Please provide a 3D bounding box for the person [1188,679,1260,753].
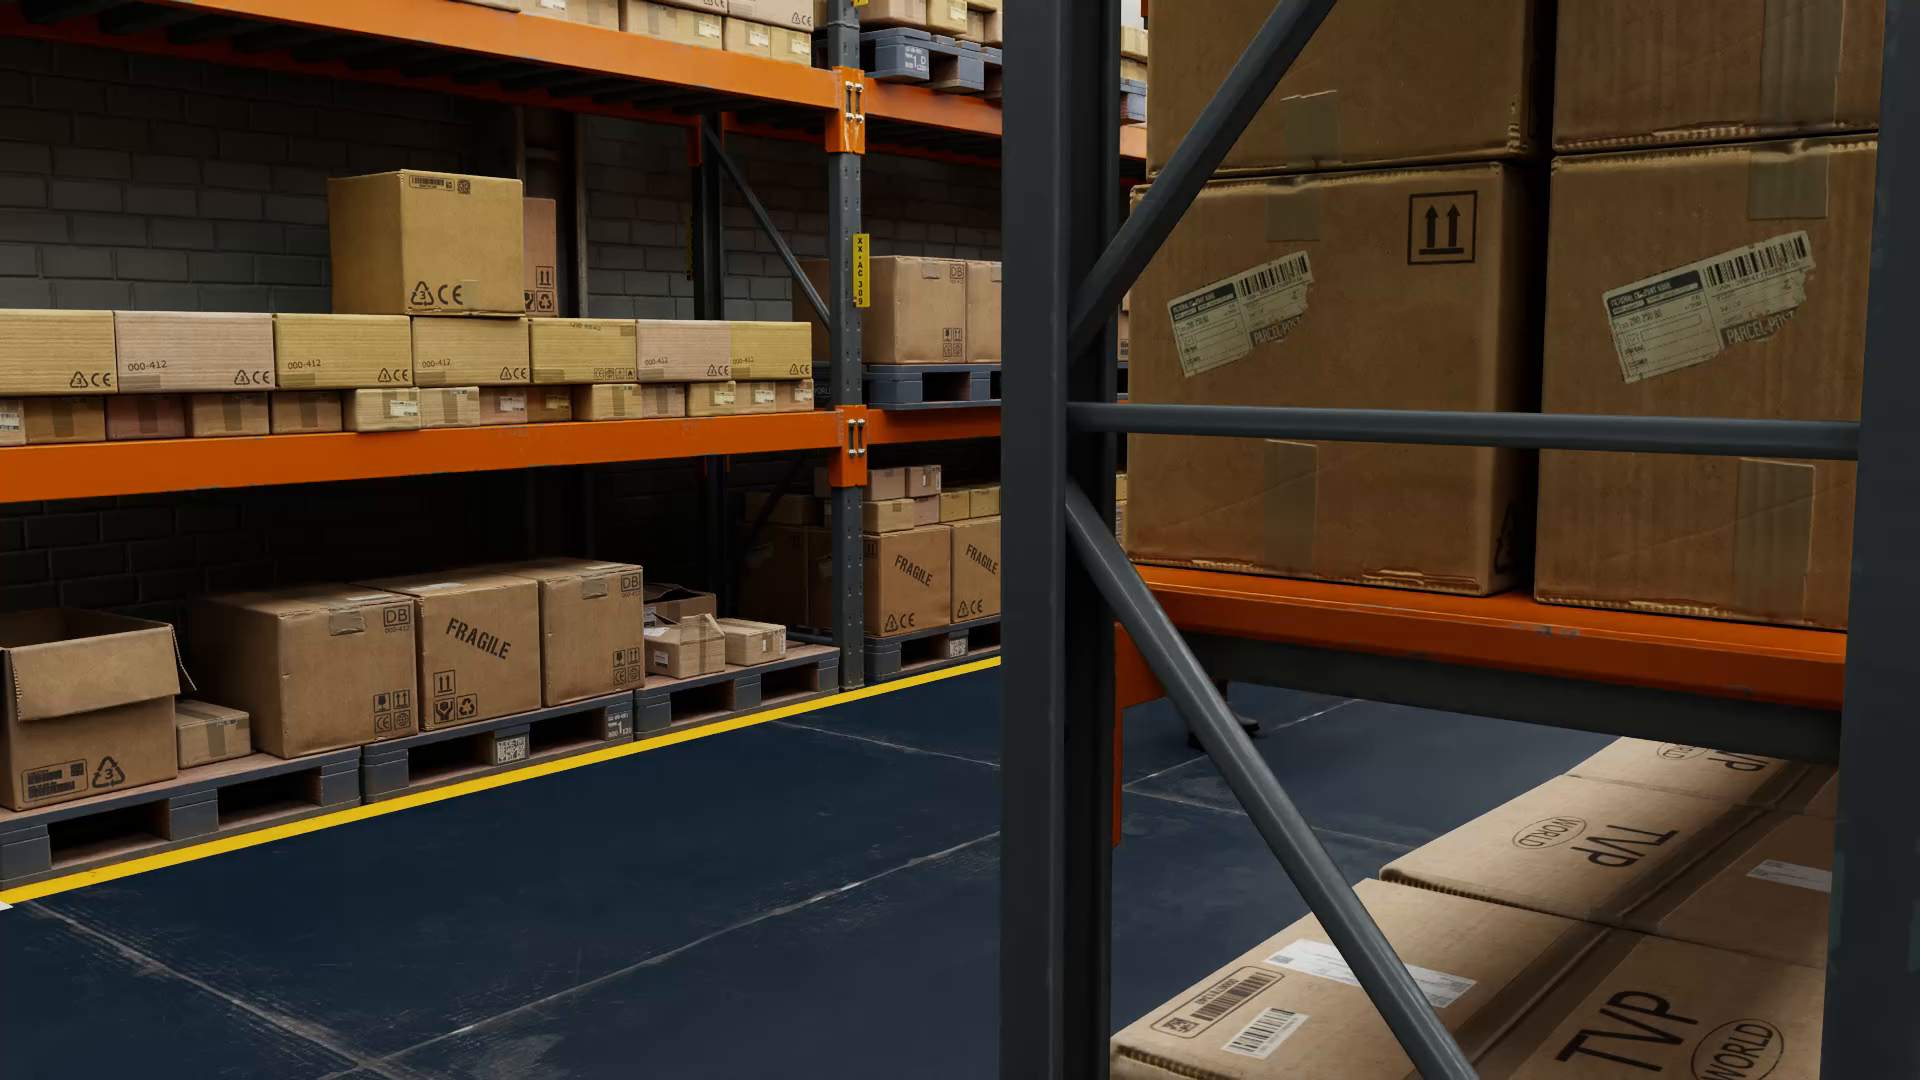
[{"bbox_3d":[1.082,-0.041,6.679,0.560,1.725,0.545,-4,8,-33],"label":"person"}]
